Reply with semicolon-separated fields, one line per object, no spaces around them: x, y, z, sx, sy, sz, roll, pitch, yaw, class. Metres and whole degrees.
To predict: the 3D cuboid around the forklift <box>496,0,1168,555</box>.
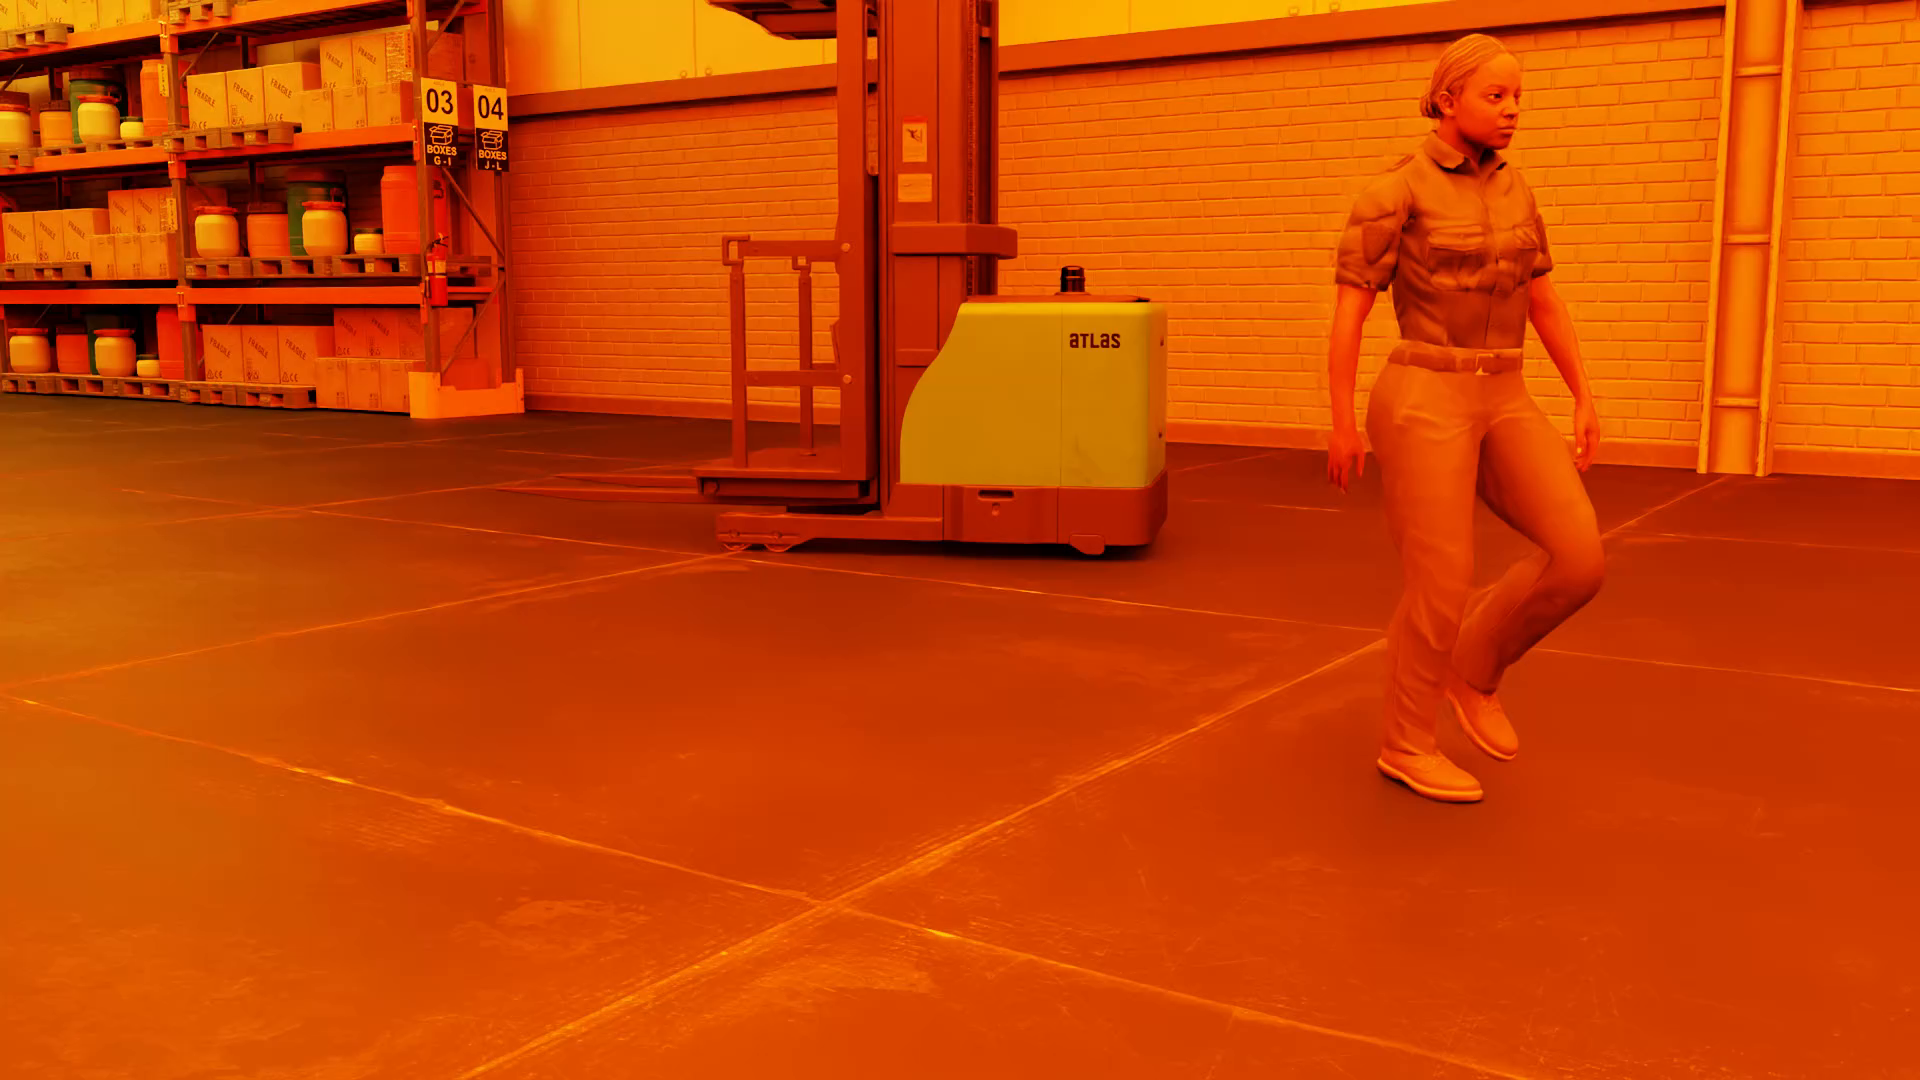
-0.596;-1.469;7.520;3.031;2.935;1.130;2;8;12;forklift

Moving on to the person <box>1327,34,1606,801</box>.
1.121;-0.260;3.627;0.611;1.639;0.448;-4;9;-27;person
